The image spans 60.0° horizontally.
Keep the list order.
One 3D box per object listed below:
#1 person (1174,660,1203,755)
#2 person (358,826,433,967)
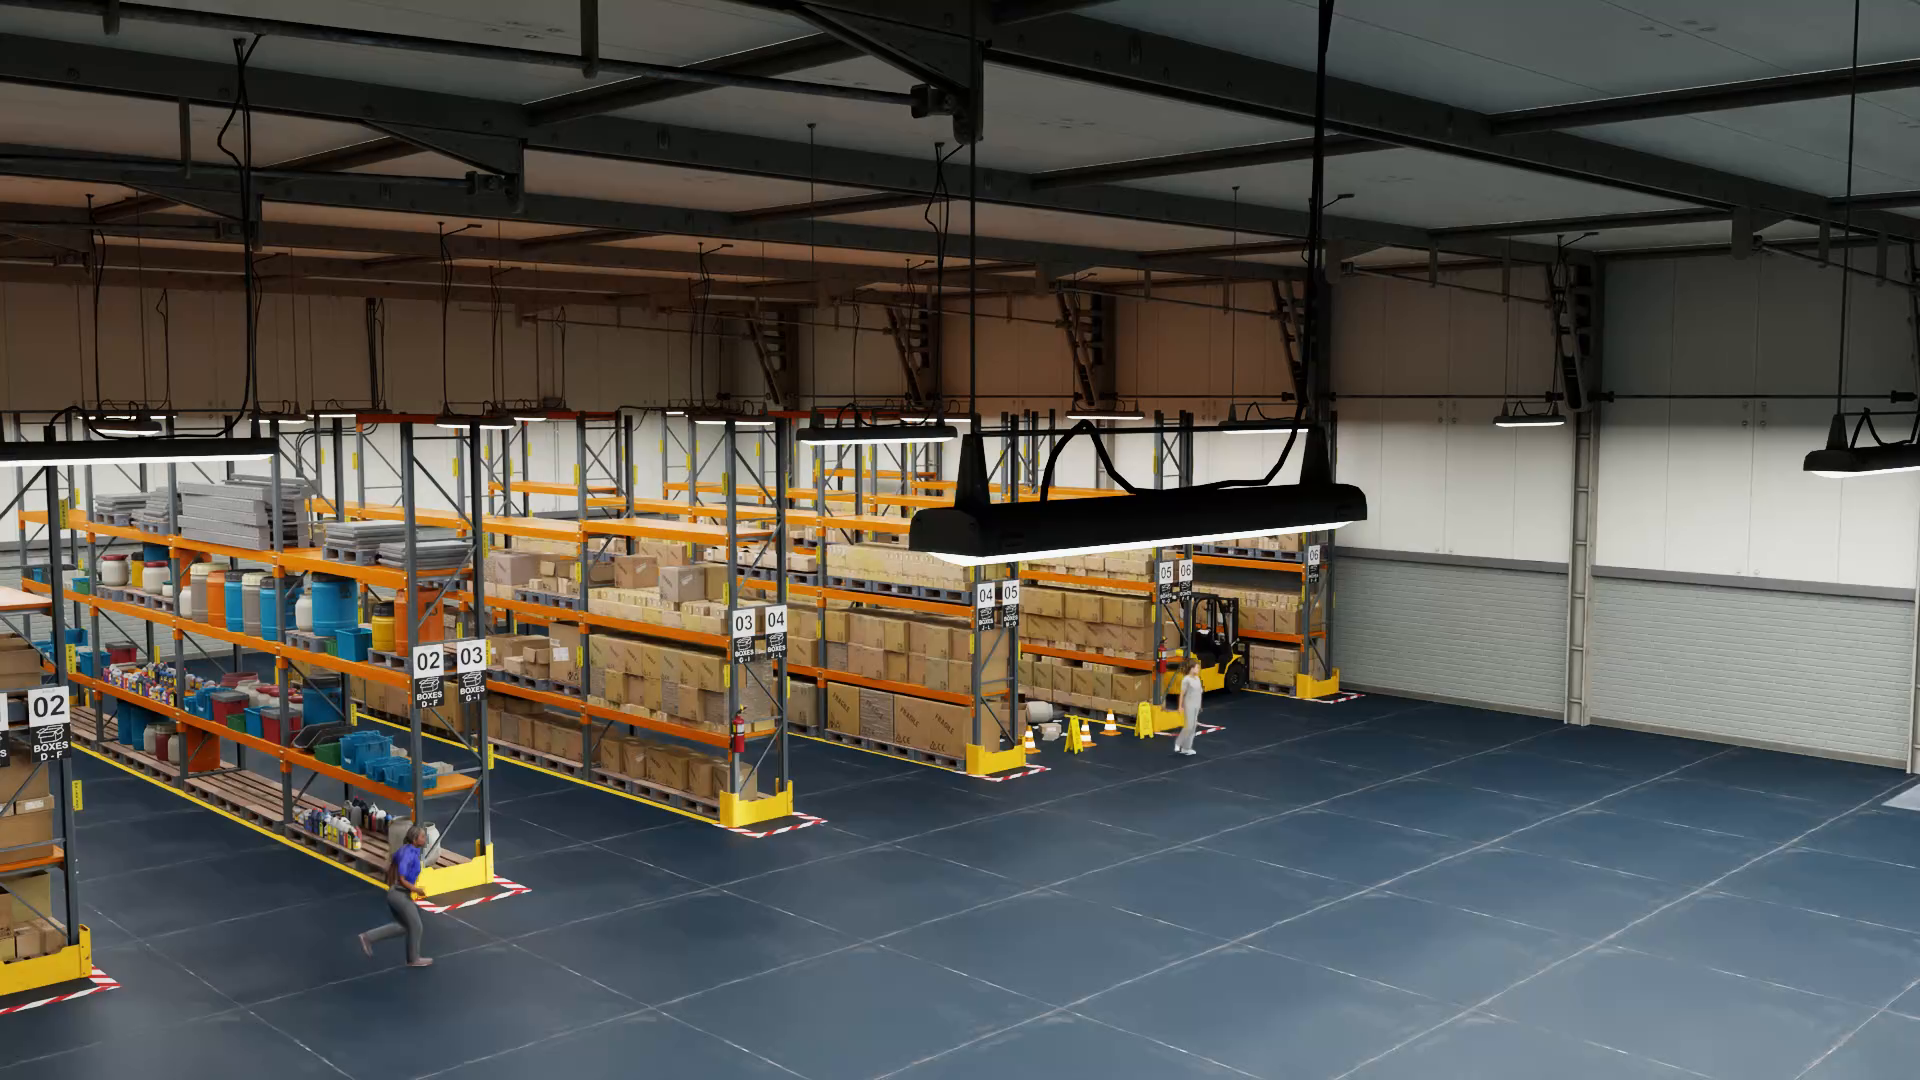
[{"bbox_3d":[4.015,2.949,29.294,0.439,1.662,0.544,5,7,44],"label":"person"},{"bbox_3d":[-6.210,3.951,18.272,0.755,1.609,0.565,-1,5,-15],"label":"person"}]
